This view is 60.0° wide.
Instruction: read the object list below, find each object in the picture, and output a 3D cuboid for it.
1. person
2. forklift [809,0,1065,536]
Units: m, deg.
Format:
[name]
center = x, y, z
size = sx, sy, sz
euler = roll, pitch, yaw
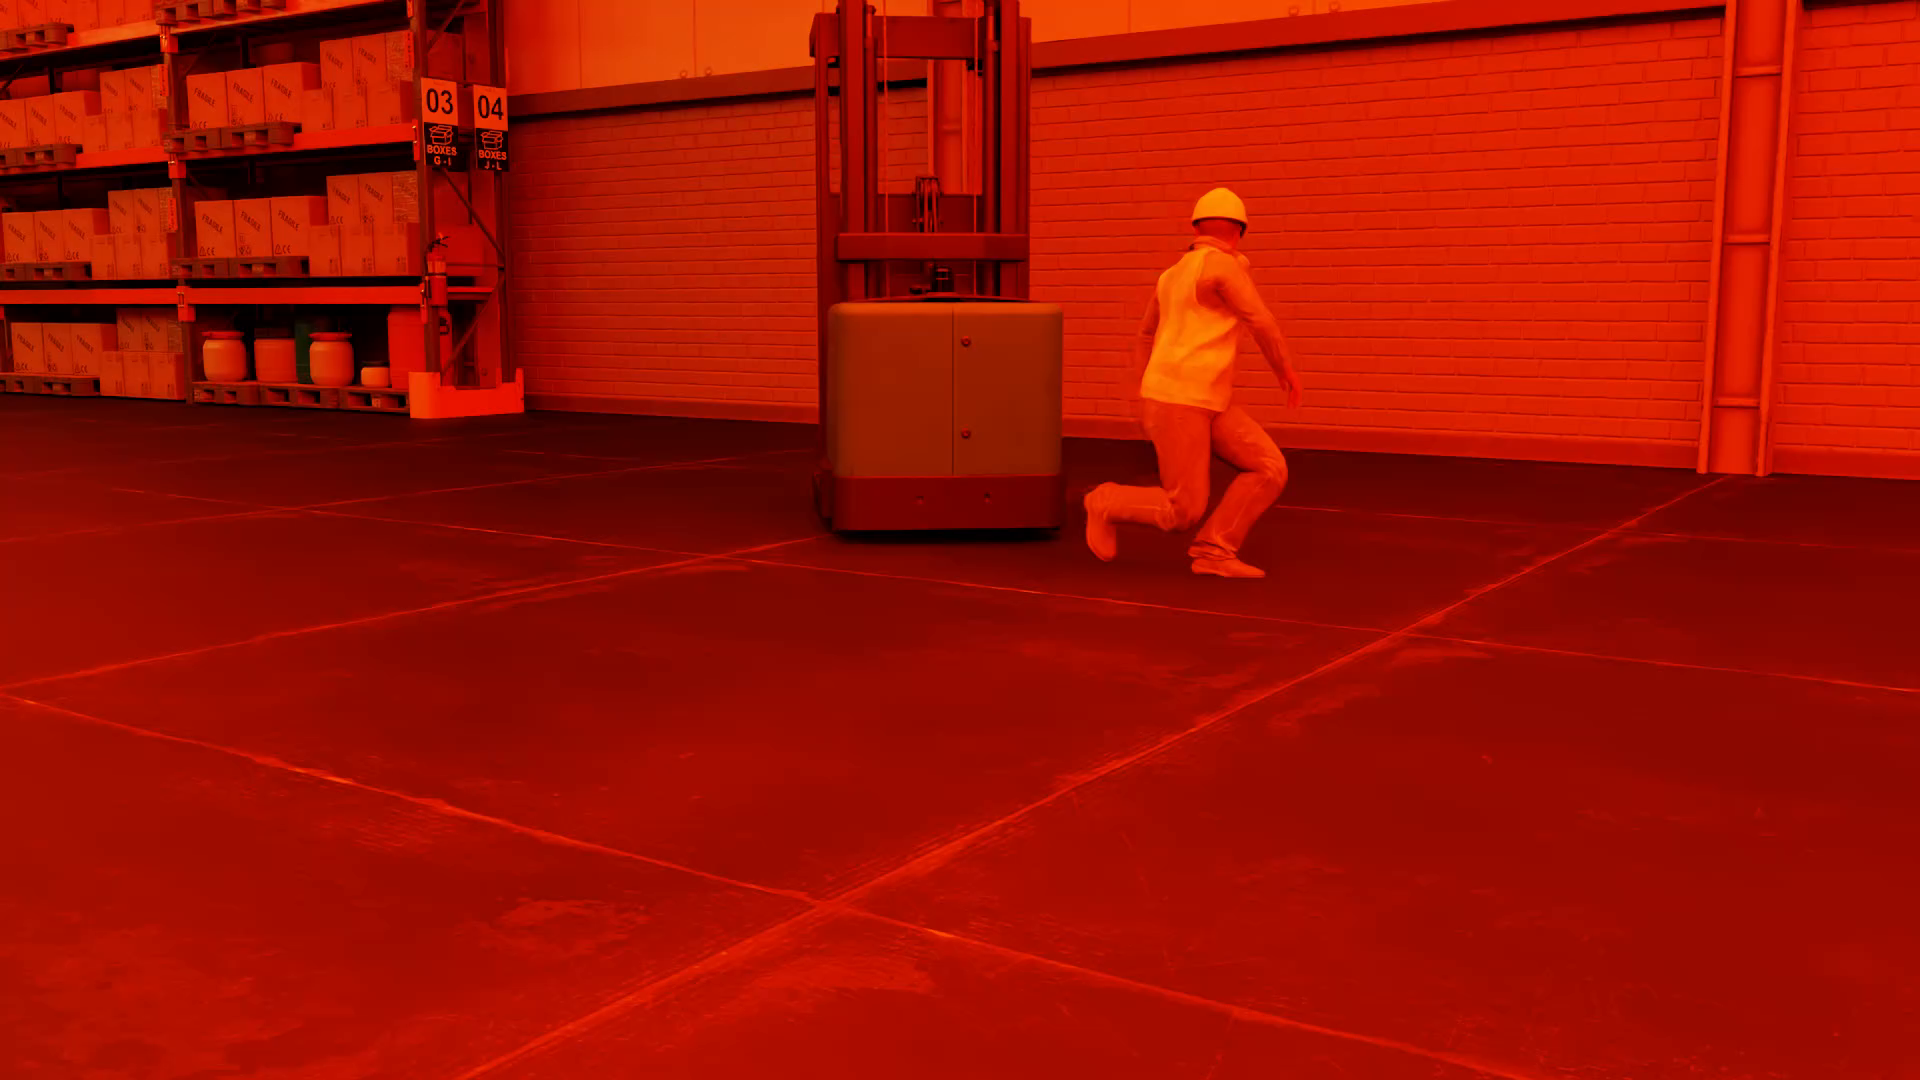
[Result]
[person]
center = 0.919, -0.617, 6.627
size = 0.867, 1.552, 0.626
euler = 2, 8, 17
[forklift]
center = -0.218, -1.640, 8.725
size = 1.130, 2.935, 3.031
euler = -1, 8, -7
